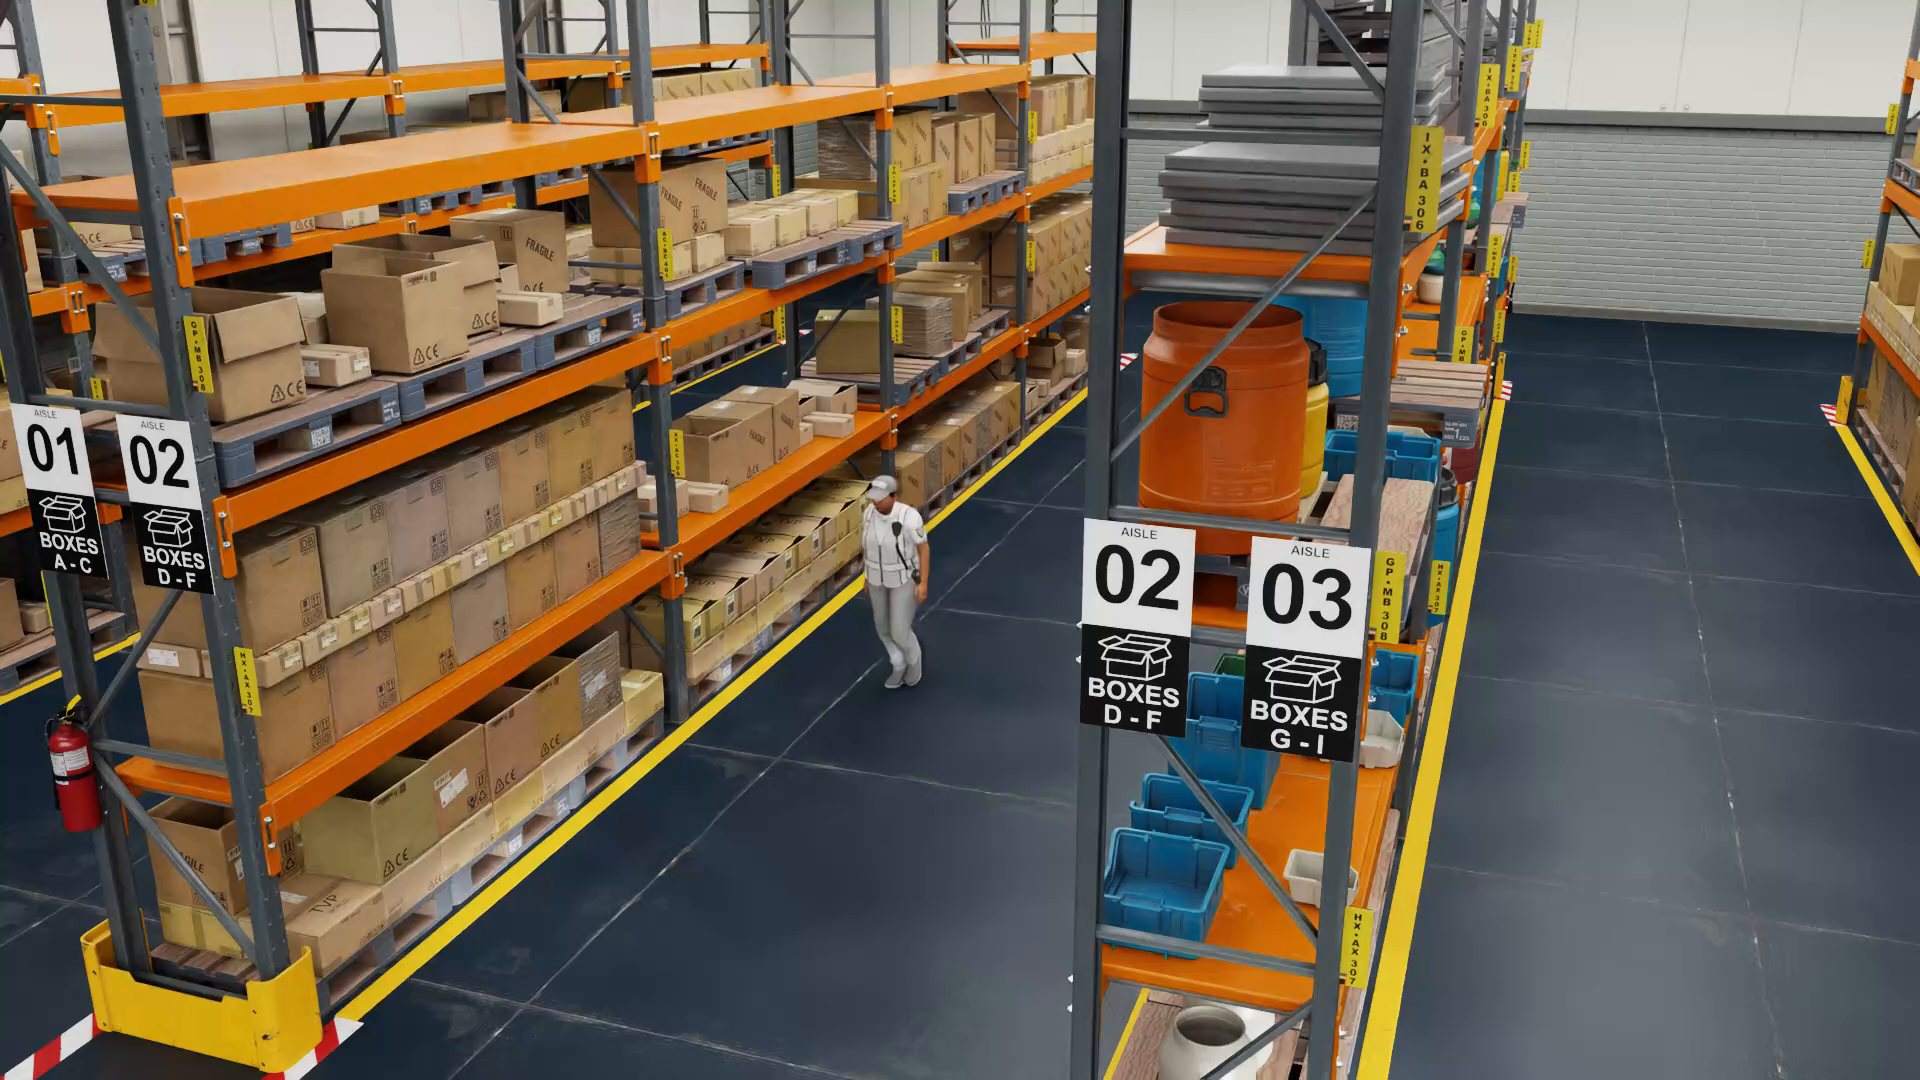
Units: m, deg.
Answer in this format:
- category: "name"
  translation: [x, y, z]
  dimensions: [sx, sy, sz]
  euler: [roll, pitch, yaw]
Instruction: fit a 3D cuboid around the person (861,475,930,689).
- category: "person"
  translation: [-0.486, 0.306, 12.048]
  dimensions: [0.546, 1.651, 0.482]
  euler: [9, 21, 24]
